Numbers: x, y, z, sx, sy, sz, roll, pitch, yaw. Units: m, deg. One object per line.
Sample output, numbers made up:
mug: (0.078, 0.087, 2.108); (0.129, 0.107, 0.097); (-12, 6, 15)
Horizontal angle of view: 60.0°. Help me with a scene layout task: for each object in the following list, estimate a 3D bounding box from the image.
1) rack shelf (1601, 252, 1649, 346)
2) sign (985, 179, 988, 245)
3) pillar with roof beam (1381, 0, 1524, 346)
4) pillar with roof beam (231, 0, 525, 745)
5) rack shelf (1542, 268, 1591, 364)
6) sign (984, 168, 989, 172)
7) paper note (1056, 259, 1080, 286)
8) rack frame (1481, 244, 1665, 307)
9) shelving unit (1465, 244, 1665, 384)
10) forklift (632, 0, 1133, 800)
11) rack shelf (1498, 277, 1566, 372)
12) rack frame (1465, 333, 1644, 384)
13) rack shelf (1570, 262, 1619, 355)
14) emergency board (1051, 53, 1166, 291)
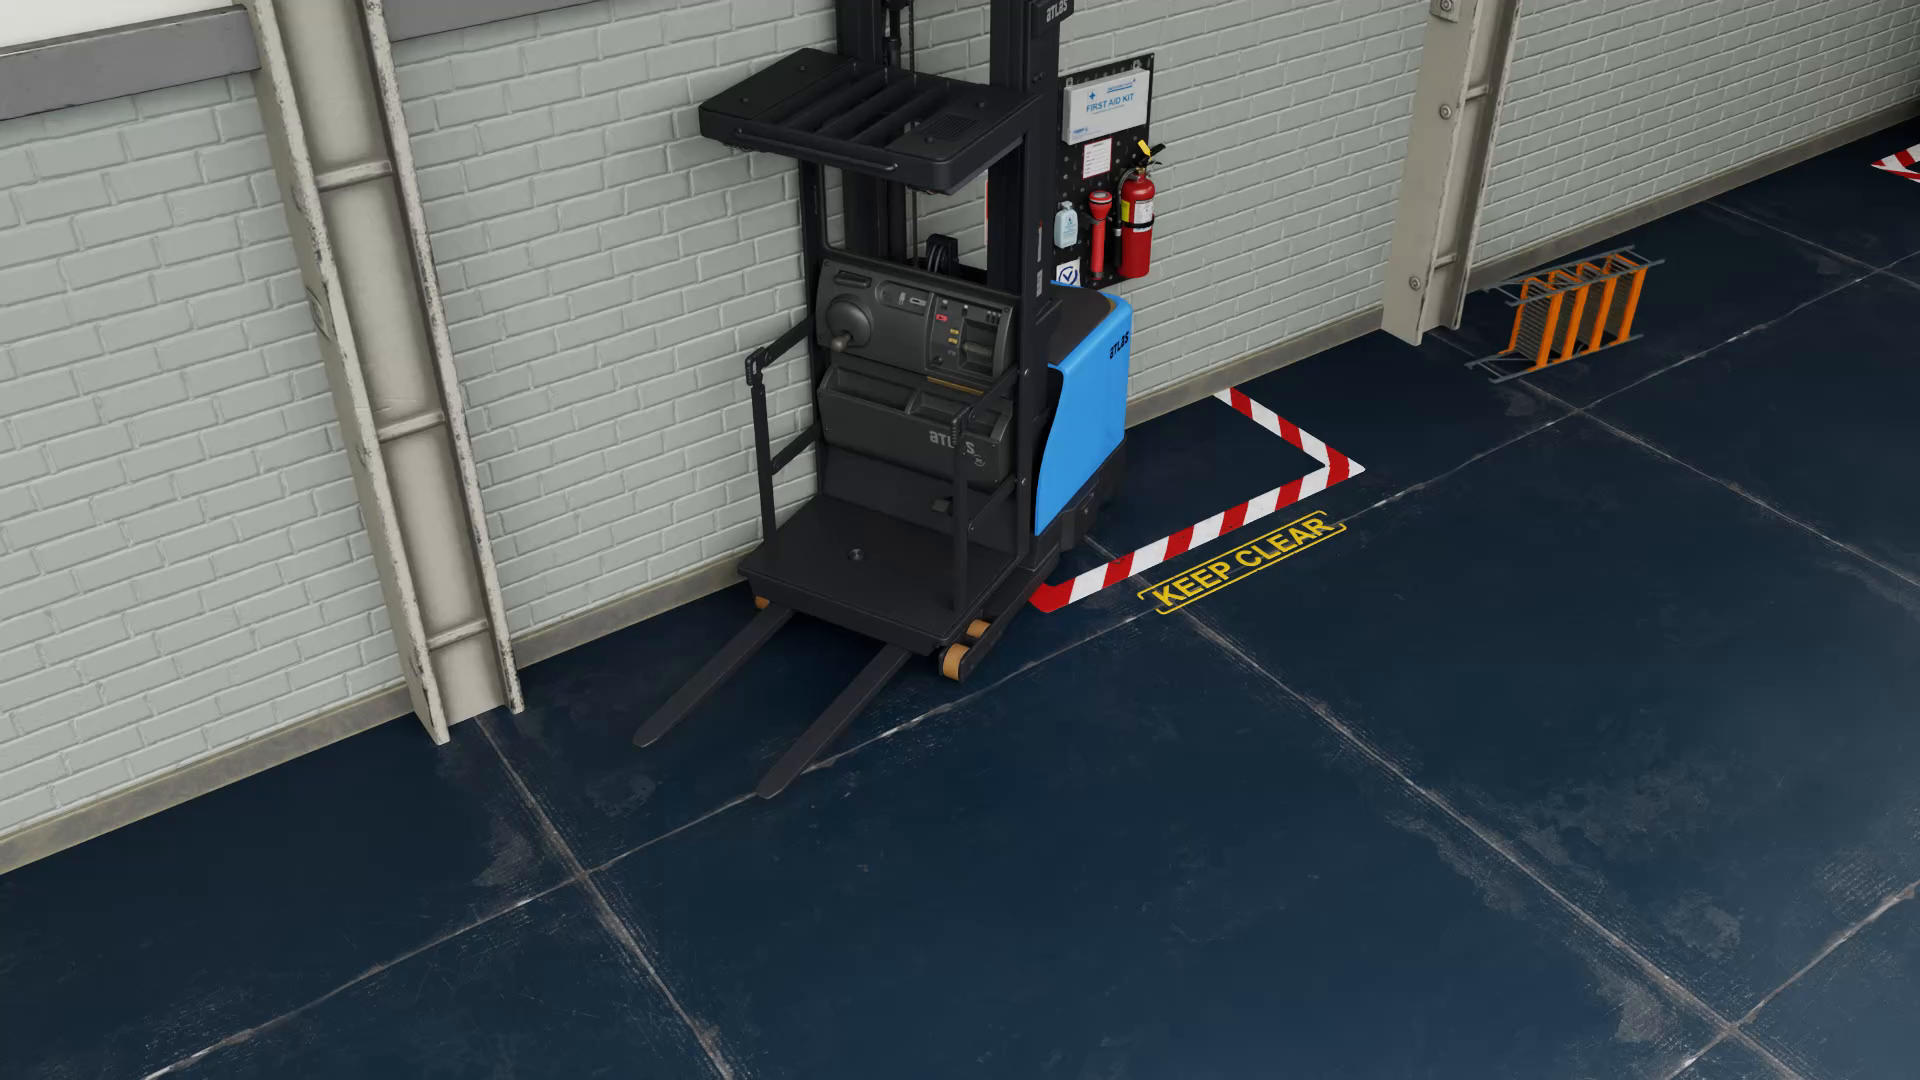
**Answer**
rack shelf: (3.848, -1.423, 9.792); (0.148, 0.480, 0.258); (-17, 39, -24)
sign: (0.213, -1.570, 7.834); (0.234, 0.329, 0.001); (-22, 41, -28)
pillar with roof beam: (5.246, -2.886, 4.556); (0.400, 9.000, 9.100); (-22, 41, -28)
pillar with roof beam: (0.342, -0.868, 1.750); (0.400, 9.000, 9.100); (-22, 41, -28)
rack shelf: (3.446, -1.298, 9.605); (0.148, 0.480, 0.258); (-17, 39, -24)
sign: (0.222, -1.783, 7.675); (0.331, 0.109, 0.001); (-22, 41, -28)
paper note: (0.540, -1.308, 8.255); (0.142, 0.148, 0.016); (-22, 41, -28)
rack frame: (3.508, -1.515, 9.491); (1.200, 0.015, 0.240); (-17, 39, -24)
shelving unit: (3.505, -1.316, 9.632); (1.200, 0.503, 0.258); (-17, 39, -24)
forklift: (-0.305, -0.868, 6.947); (1.130, 2.935, 3.031); (18, 39, 23)
rack shelf: (3.273, -1.243, 9.524); (0.148, 0.480, 0.258); (-17, 39, -24)
rack frame: (3.502, -1.117, 9.773); (1.200, 0.015, 0.240); (-17, 39, -24)
rack shelf: (3.641, -1.359, 9.696); (0.148, 0.480, 0.258); (-17, 39, -24)
emergency board: (0.724, -1.693, 8.034); (0.643, 1.169, 0.194); (-22, 41, -28)
